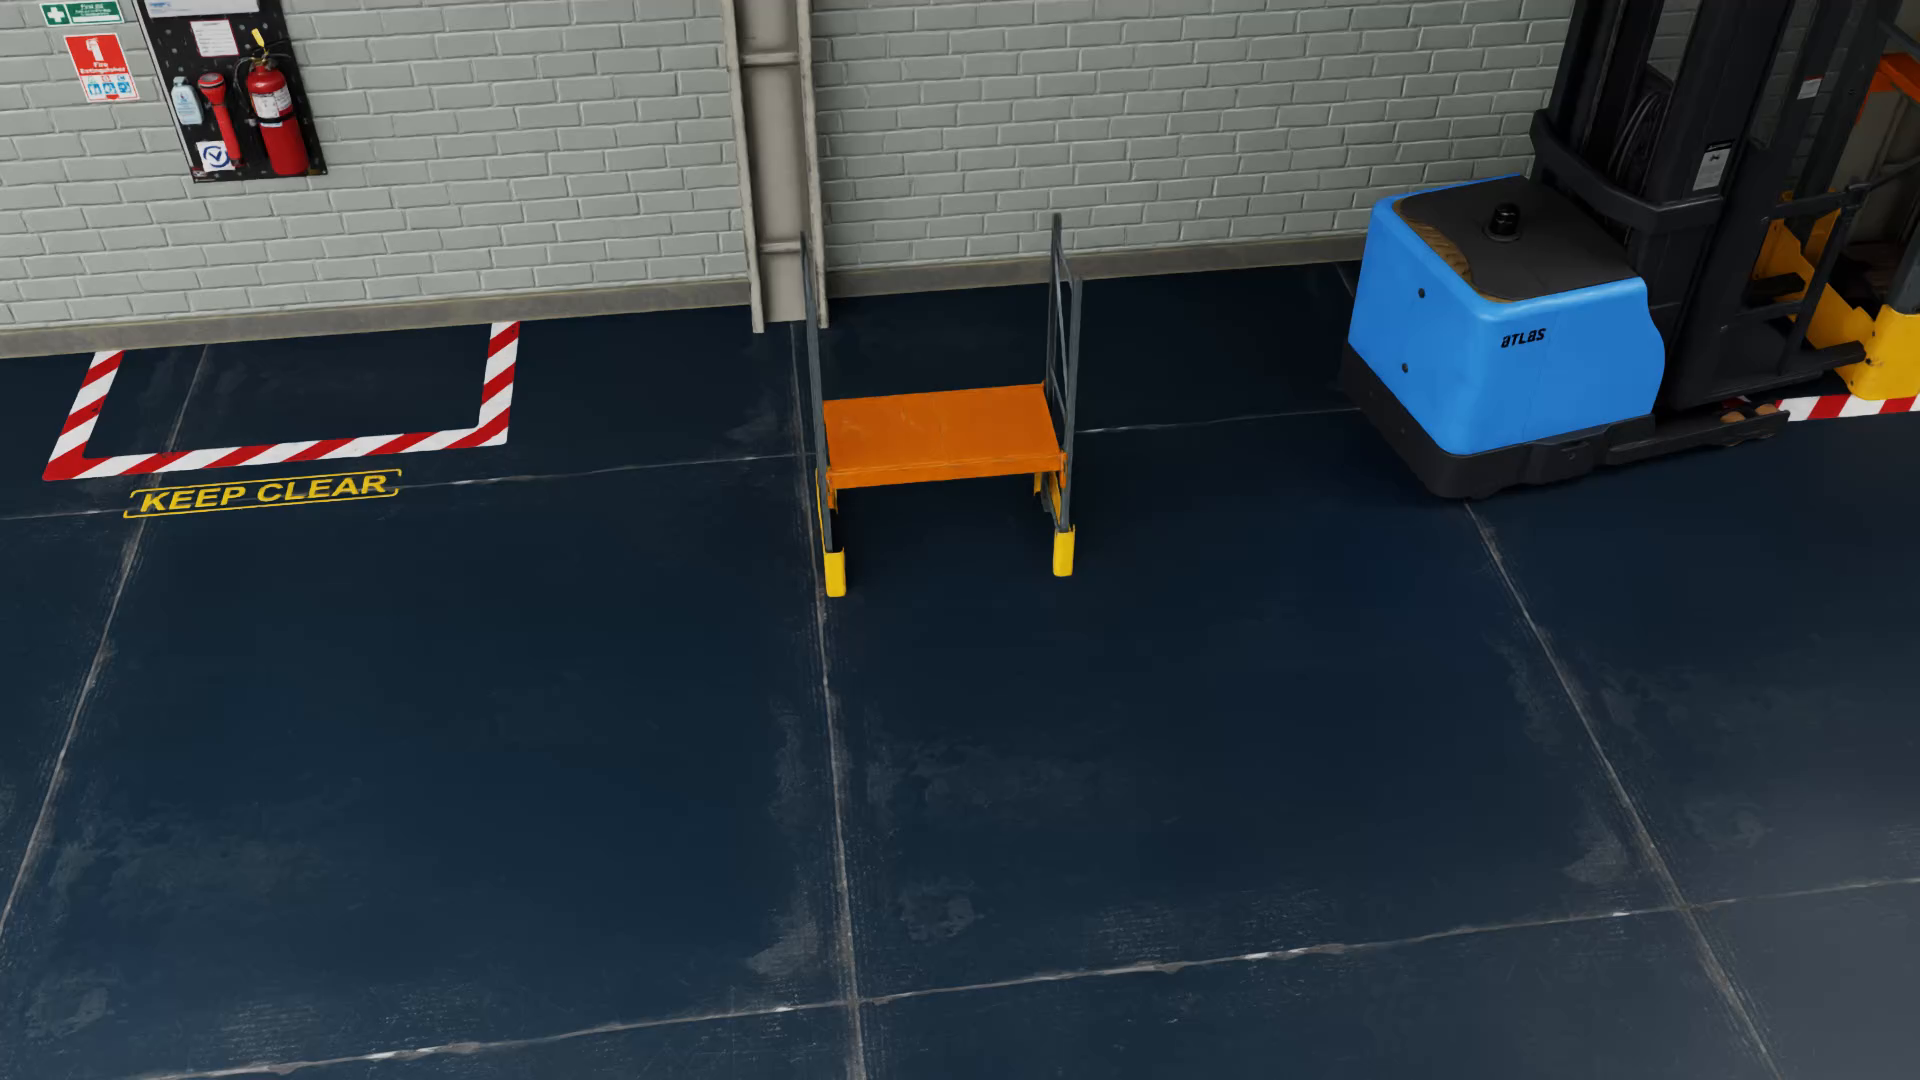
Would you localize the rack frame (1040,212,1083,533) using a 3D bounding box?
[{"bbox_3d":[0.419,-0.594,7.004,0.032,1.500,0.500,-5,42,-6],"label":"rack frame"}]

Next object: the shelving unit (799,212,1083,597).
[{"bbox_3d":[-0.076,-0.550,6.955,1.083,1.500,0.587,-5,42,-6],"label":"shelving unit"}]

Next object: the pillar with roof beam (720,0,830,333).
[{"bbox_3d":[-0.340,-1.679,2.608,0.400,9.000,9.100,-5,42,-6],"label":"pillar with roof beam"}]

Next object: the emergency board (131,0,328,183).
[{"bbox_3d":[-3.354,-2.121,7.577,0.643,1.169,0.194,-5,42,-6],"label":"emergency board"}]

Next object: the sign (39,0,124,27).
[{"bbox_3d":[-3.910,-2.346,7.404,0.331,0.109,0.001,-5,42,-6],"label":"sign"}]

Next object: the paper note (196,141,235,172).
[{"bbox_3d":[-3.538,-1.824,7.906,0.142,0.148,0.016,-5,42,-6],"label":"paper note"}]

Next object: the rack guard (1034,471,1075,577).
[{"bbox_3d":[0.418,-0.129,7.422,0.087,0.250,0.587,-5,42,-6],"label":"rack guard"}]

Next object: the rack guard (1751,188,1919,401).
[{"bbox_3d":[4.544,-1.274,8.505,0.348,0.500,1.175,-5,42,-6],"label":"rack guard"}]

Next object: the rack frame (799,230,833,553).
[{"bbox_3d":[-0.589,-0.505,6.906,0.032,1.500,0.500,-5,42,-6],"label":"rack frame"}]

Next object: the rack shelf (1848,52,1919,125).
[{"bbox_3d":[6.452,-2.102,8.094,4.000,0.370,1.077,-5,42,-6],"label":"rack shelf"}]

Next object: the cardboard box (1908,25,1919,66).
[{"bbox_3d":[4.907,-2.317,7.891,0.500,0.250,0.500,-4,42,-5],"label":"cardboard box"}]

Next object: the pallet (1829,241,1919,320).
[{"bbox_3d":[5.355,-1.214,8.654,1.213,0.211,1.003,-5,42,-6],"label":"pallet"}]

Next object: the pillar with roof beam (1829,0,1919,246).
[{"bbox_3d":[5.609,-2.200,3.185,0.400,9.000,9.100,-5,42,-6],"label":"pillar with roof beam"}]

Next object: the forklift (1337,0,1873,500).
[{"bbox_3d":[3.443,-1.860,7.339,3.031,2.935,1.130,-13,44,-14],"label":"forklift"}]

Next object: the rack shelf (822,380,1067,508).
[{"bbox_3d":[-0.085,-0.416,7.075,1.000,0.185,0.538,-5,42,-6],"label":"rack shelf"}]

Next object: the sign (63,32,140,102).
[{"bbox_3d":[-3.915,-2.155,7.588,0.234,0.329,0.001,-5,42,-6],"label":"sign"}]

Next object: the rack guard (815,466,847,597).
[{"bbox_3d":[-0.569,-0.043,7.326,0.087,0.250,0.587,-5,42,-6],"label":"rack guard"}]

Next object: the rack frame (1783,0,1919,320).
[{"bbox_3d":[4.469,-2.196,7.660,0.127,3.000,1.000,-5,42,-6],"label":"rack frame"}]
